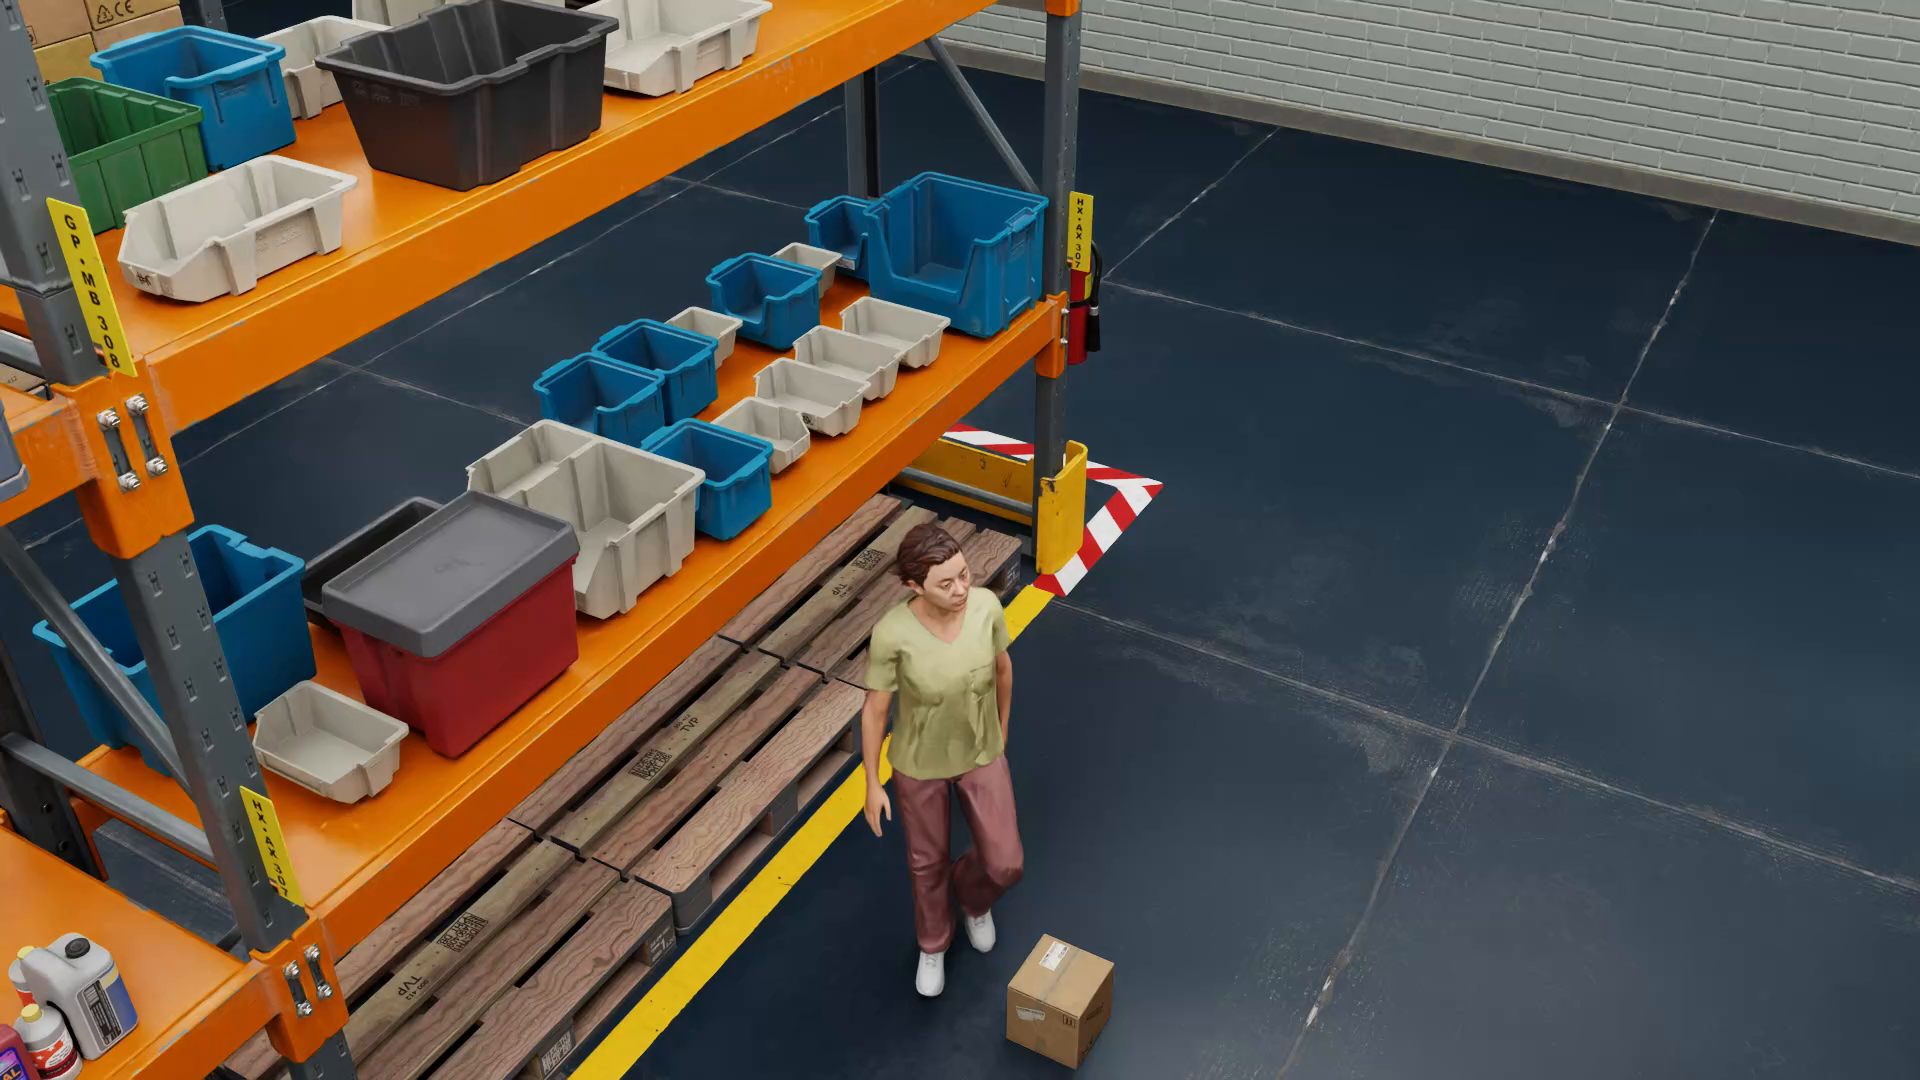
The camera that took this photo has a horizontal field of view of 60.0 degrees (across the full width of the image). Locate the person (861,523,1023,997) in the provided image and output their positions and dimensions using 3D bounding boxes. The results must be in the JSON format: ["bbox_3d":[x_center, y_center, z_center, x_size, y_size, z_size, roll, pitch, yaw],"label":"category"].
[{"bbox_3d":[-0.063,0.692,5.119,0.522,1.669,0.445,-8,35,-12],"label":"person"}]
